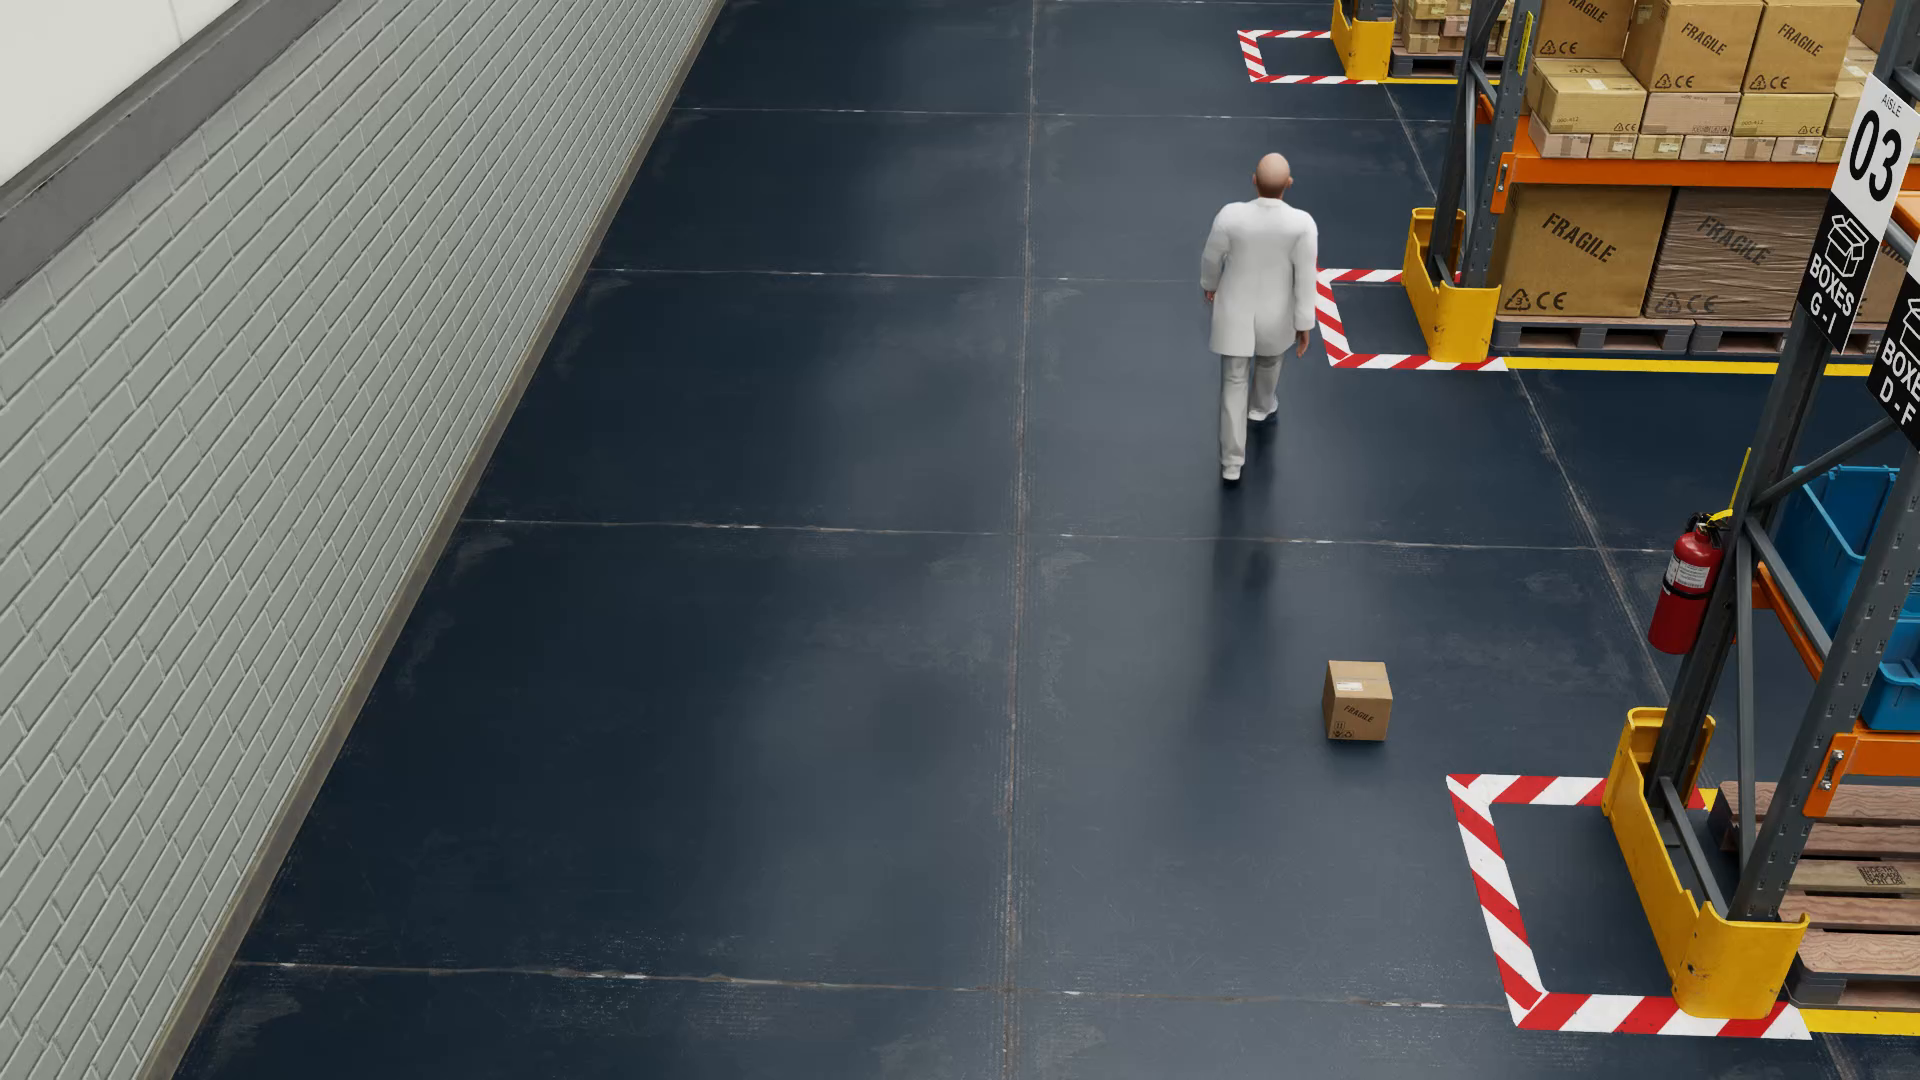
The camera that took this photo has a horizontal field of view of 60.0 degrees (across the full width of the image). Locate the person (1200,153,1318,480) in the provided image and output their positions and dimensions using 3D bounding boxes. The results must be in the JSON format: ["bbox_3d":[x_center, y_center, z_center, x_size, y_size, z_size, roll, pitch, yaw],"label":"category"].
[{"bbox_3d":[1.586,-1.281,8.920,0.616,1.748,0.990,5,36,7],"label":"person"}]
